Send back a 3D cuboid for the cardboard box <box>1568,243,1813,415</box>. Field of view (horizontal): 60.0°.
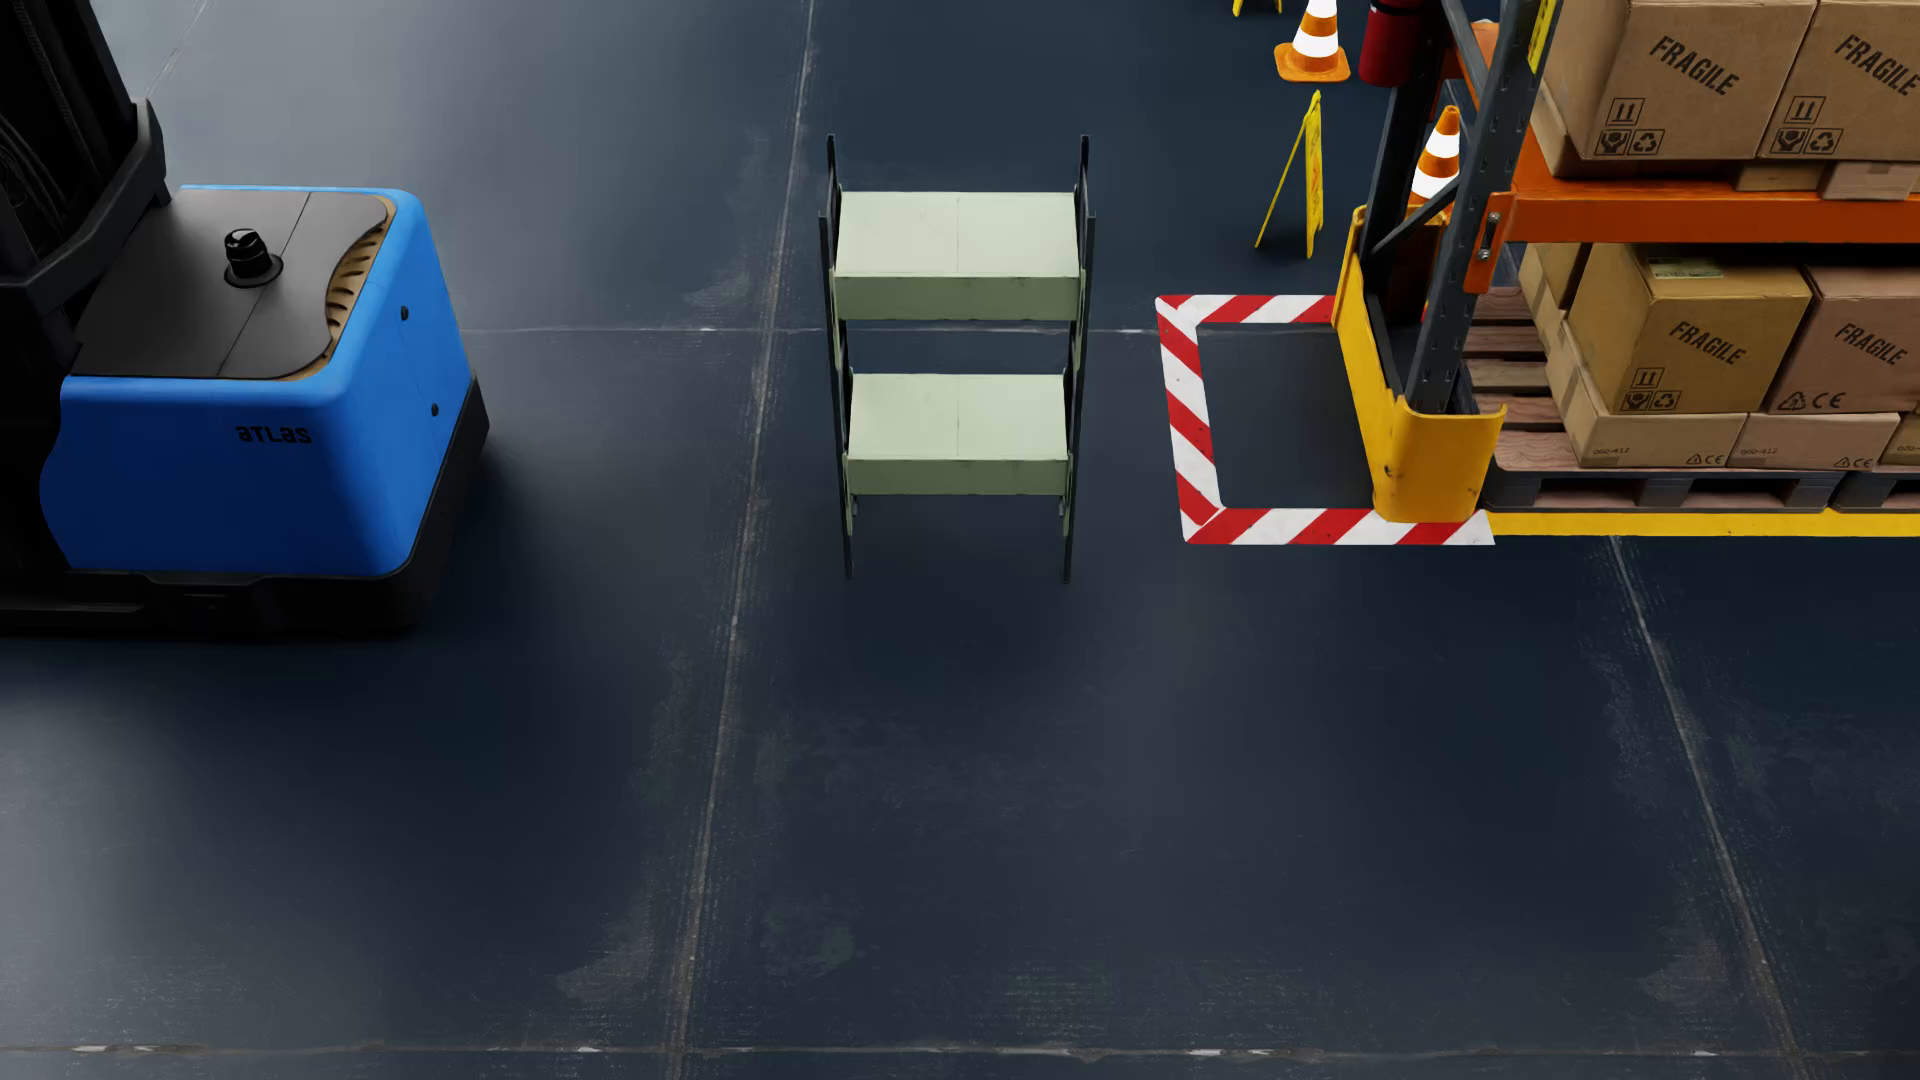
[{"bbox_3d":[2.388,-0.768,5.495,0.500,0.500,0.500,-1,47,-1],"label":"cardboard box"}]

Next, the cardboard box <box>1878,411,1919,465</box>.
[{"bbox_3d":[3.421,-0.513,5.770,0.500,0.250,0.500,3,47,3],"label":"cardboard box"}]

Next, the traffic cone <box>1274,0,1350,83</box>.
[{"bbox_3d":[1.658,-2.403,7.670,0.334,0.463,0.336,0,47,0],"label":"traffic cone"}]

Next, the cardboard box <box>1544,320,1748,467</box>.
[{"bbox_3d":[2.365,-0.512,5.769,0.500,0.250,0.500,0,47,0],"label":"cardboard box"}]

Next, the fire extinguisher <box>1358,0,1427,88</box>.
[{"bbox_3d":[1.446,-1.822,5.449,0.183,0.674,0.296,0,47,0],"label":"fire extinguisher"}]

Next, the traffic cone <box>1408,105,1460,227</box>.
[{"bbox_3d":[1.994,-1.589,6.913,0.334,0.463,0.336,0,47,0],"label":"traffic cone"}]

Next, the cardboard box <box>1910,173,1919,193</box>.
[{"bbox_3d":[2.928,-1.212,5.000,0.250,0.149,0.380,1,47,1],"label":"cardboard box"}]

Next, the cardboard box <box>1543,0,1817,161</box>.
[{"bbox_3d":[2.032,-1.442,4.771,0.500,0.500,0.500,0,47,0],"label":"cardboard box"}]

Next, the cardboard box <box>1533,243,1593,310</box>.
[{"bbox_3d":[2.361,-1.161,5.861,0.500,0.500,0.500,0,47,0],"label":"cardboard box"}]

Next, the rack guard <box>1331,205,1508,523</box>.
[{"bbox_3d":[1.635,-0.659,6.022,0.348,0.500,1.175,0,47,0],"label":"rack guard"}]

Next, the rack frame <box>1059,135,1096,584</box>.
[{"bbox_3d":[0.359,-0.510,5.200,0.023,1.500,0.400,0,47,0],"label":"rack frame"}]

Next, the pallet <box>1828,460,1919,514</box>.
[{"bbox_3d":[3.664,-0.527,6.096,1.213,0.211,1.003,0,47,0],"label":"pallet"}]

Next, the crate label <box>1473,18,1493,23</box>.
[{"bbox_3d":[2.444,-2.335,7.830,0.298,0.136,0.250,-23,51,-20],"label":"crate label"}]

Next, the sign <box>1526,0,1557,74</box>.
[{"bbox_3d":[1.557,-1.408,4.420,0.005,0.325,0.100,0,47,0],"label":"sign"}]

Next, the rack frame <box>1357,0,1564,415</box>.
[{"bbox_3d":[1.559,-1.511,5.107,0.127,3.000,1.000,0,47,0],"label":"rack frame"}]

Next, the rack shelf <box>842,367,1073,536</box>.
[{"bbox_3d":[-0.007,-0.289,5.440,0.720,0.370,0.431,0,47,0],"label":"rack shelf"}]

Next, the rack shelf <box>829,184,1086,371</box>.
[{"bbox_3d":[-0.007,-0.777,4.915,0.720,0.370,0.431,0,47,0],"label":"rack shelf"}]

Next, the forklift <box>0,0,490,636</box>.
[{"bbox_3d":[-3.235,-1.083,4.756,3.031,2.935,1.130,1,47,1],"label":"forklift"}]

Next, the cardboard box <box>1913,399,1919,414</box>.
[{"bbox_3d":[3.413,-0.762,5.490,0.500,0.500,0.500,1,47,1],"label":"cardboard box"}]

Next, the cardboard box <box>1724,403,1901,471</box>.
[{"bbox_3d":[2.875,-0.505,5.763,0.500,0.250,0.500,2,47,2],"label":"cardboard box"}]

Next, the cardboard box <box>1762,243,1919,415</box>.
[{"bbox_3d":[2.911,-0.770,5.497,0.500,0.500,0.500,-1,47,-1],"label":"cardboard box"}]

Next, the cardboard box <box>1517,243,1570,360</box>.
[{"bbox_3d":[2.392,-0.911,6.141,0.500,0.250,0.500,0,47,0],"label":"cardboard box"}]

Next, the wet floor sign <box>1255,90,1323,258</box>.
[{"bbox_3d":[1.373,-1.492,6.698,0.232,0.644,0.267,15,49,14],"label":"wet floor sign"}]

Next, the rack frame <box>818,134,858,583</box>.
[{"bbox_3d":[-0.373,-0.512,5.202,0.023,1.500,0.400,0,47,0],"label":"rack frame"}]

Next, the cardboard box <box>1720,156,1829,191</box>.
[{"bbox_3d":[2.415,-1.222,5.010,0.250,0.149,0.380,-1,47,-1],"label":"cardboard box"}]

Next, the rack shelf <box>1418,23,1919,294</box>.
[{"bbox_3d":[3.559,-1.260,5.365,4.000,0.370,1.077,0,47,0],"label":"rack shelf"}]

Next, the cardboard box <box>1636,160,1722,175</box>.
[{"bbox_3d":[2.150,-1.282,5.066,0.250,0.149,0.380,1,47,1],"label":"cardboard box"}]

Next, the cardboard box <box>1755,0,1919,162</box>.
[{"bbox_3d":[2.550,-1.443,4.772,0.500,0.500,0.500,1,47,1],"label":"cardboard box"}]

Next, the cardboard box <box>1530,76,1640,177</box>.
[{"bbox_3d":[1.898,-1.272,5.057,0.250,0.149,0.380,0,47,0],"label":"cardboard box"}]

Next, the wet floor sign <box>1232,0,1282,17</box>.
[{"bbox_3d":[1.440,-2.883,7.992,0.232,0.644,0.267,-7,47,-7],"label":"wet floor sign"}]

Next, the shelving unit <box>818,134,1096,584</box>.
[{"bbox_3d":[-0.007,-0.511,5.201,0.755,1.500,0.431,0,47,0],"label":"shelving unit"}]

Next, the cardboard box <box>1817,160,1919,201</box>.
[{"bbox_3d":[2.669,-1.188,4.978,0.250,0.149,0.380,1,47,1],"label":"cardboard box"}]

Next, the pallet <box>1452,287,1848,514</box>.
[{"bbox_3d":[2.447,-0.532,6.101,1.213,0.211,1.003,0,47,0],"label":"pallet"}]
